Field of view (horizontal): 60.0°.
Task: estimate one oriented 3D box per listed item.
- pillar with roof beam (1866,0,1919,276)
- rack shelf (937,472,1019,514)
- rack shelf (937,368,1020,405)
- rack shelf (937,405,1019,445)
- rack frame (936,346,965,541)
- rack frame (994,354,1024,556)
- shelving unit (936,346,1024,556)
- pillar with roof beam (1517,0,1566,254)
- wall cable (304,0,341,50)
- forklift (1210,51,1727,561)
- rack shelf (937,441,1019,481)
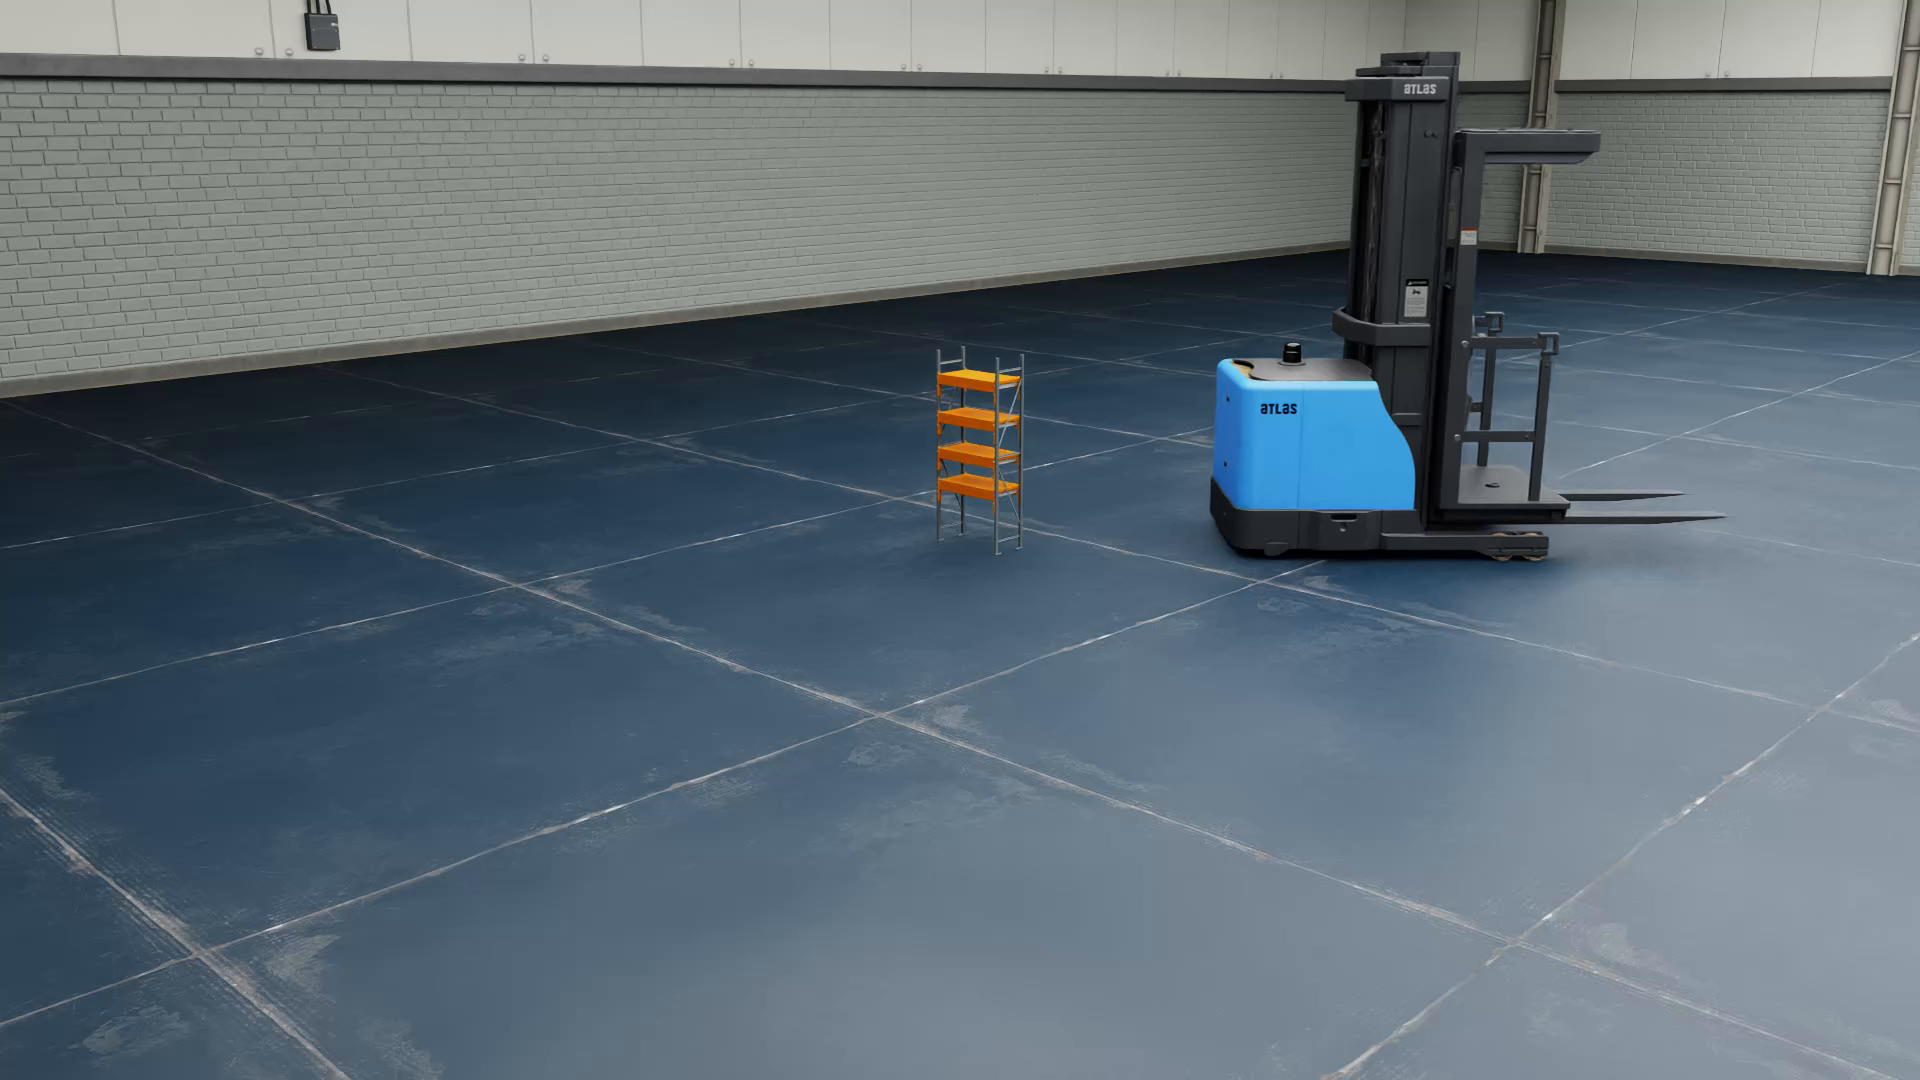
[{"bbox_3d":[11.973,-7.885,22.846,0.400,9.000,9.100,14,20,42],"label":"pillar with roof beam"},{"bbox_3d":[0.119,-0.294,10.237,0.480,0.148,0.258,14,20,42],"label":"rack shelf"},{"bbox_3d":[0.119,-0.932,10.071,0.480,0.148,0.258,14,20,42],"label":"rack shelf"},{"bbox_3d":[0.119,-0.703,10.130,0.480,0.148,0.258,14,20,42],"label":"rack shelf"},{"bbox_3d":[-0.057,-0.594,10.333,0.015,1.200,0.240,14,20,42],"label":"rack frame"},{"bbox_3d":[0.295,-0.509,10.006,0.015,1.200,0.240,14,20,42],"label":"rack frame"},{"bbox_3d":[0.119,-0.552,10.170,0.503,1.200,0.258,14,20,42],"label":"shelving unit"},{"bbox_3d":[7.654,-8.935,26.876,0.400,9.000,9.100,14,20,42],"label":"pillar with roof beam"},{"bbox_3d":[-5.824,-8.120,17.005,0.169,6.003,2.305,14,20,42],"label":"wall cable"},{"bbox_3d":[3.147,-1.428,10.099,3.031,2.935,1.130,0,15,0],"label":"forklift"},{"bbox_3d":[0.119,-0.487,10.187,0.480,0.148,0.258,14,20,42],"label":"rack shelf"}]
